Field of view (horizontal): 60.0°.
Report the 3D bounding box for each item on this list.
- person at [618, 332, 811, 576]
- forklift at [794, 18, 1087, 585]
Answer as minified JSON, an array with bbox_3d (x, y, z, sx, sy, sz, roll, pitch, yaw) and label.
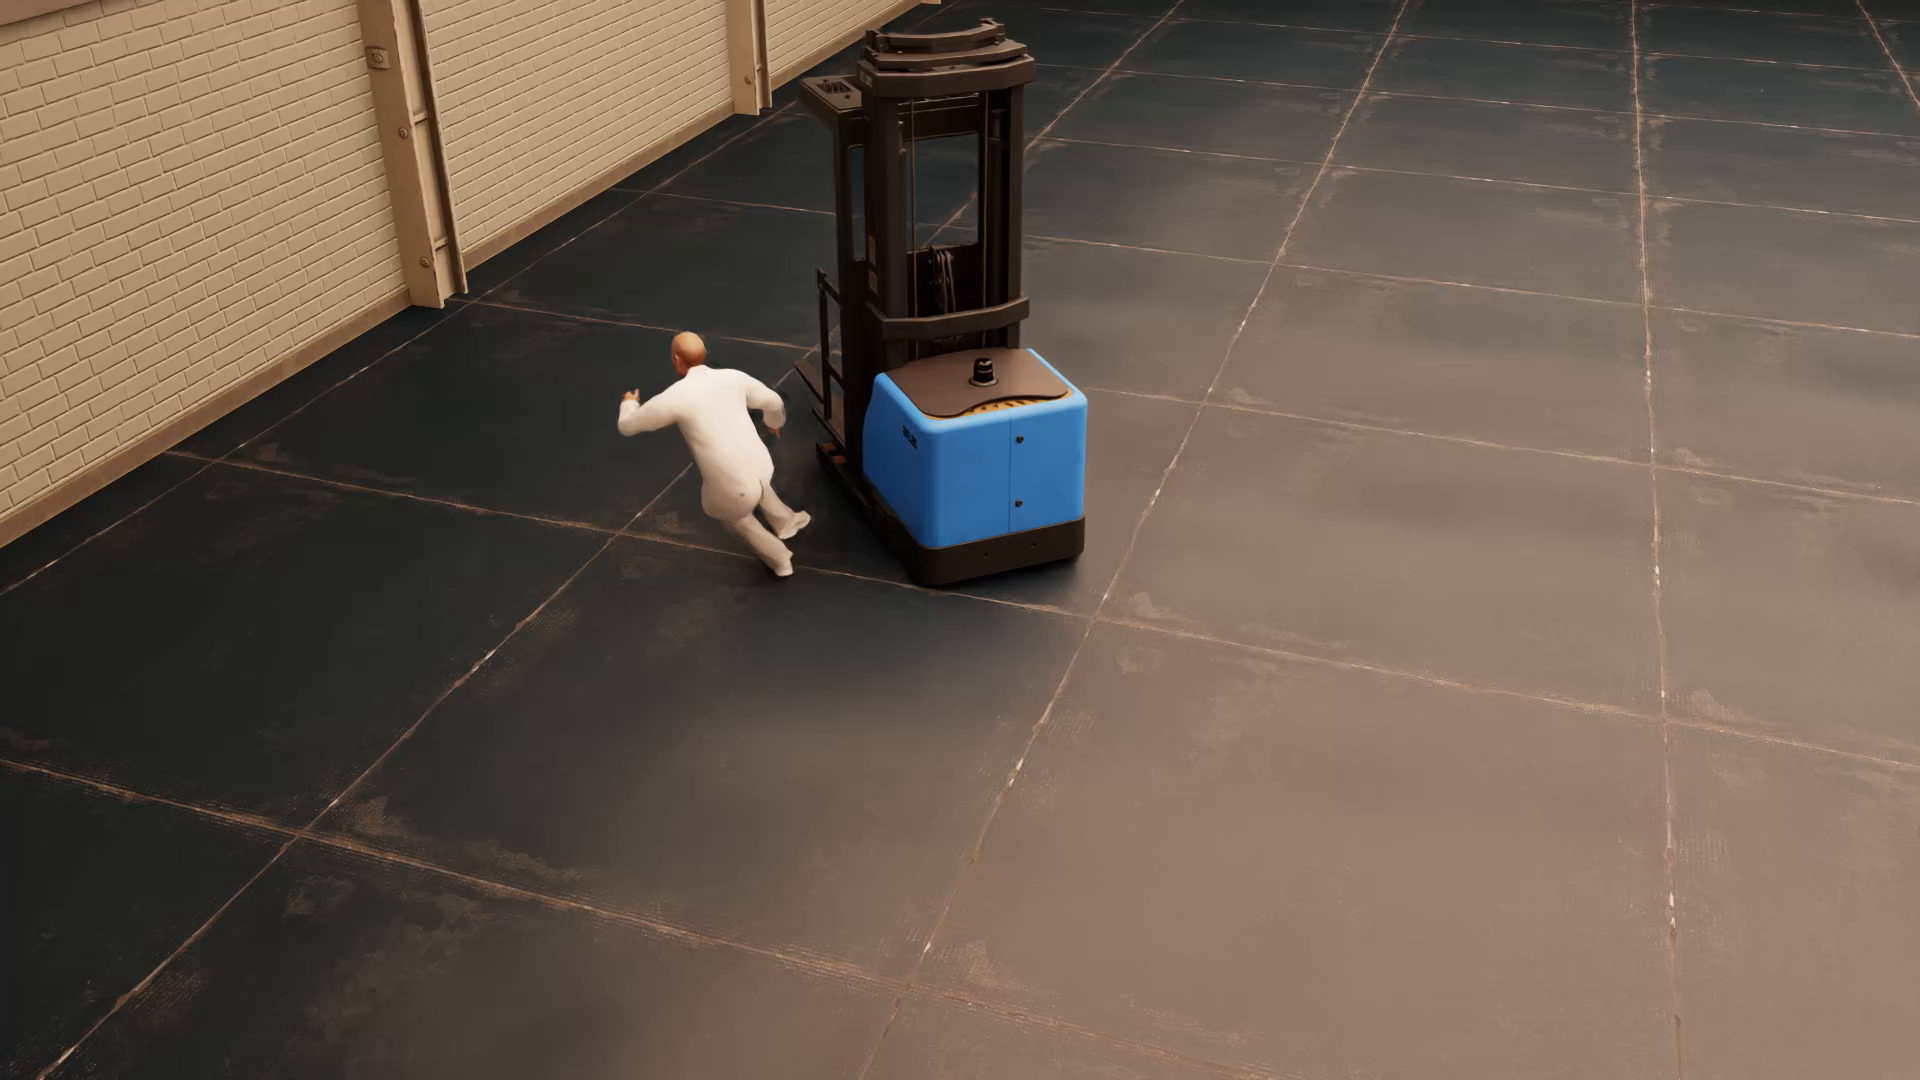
[{"bbox_3d":[-1.373,-0.506,9.465,0.938,1.533,1.124,24,37,36],"label":"person"},{"bbox_3d":[-0.295,-1.728,10.167,1.130,2.935,3.031,-12,32,-19],"label":"forklift"}]
